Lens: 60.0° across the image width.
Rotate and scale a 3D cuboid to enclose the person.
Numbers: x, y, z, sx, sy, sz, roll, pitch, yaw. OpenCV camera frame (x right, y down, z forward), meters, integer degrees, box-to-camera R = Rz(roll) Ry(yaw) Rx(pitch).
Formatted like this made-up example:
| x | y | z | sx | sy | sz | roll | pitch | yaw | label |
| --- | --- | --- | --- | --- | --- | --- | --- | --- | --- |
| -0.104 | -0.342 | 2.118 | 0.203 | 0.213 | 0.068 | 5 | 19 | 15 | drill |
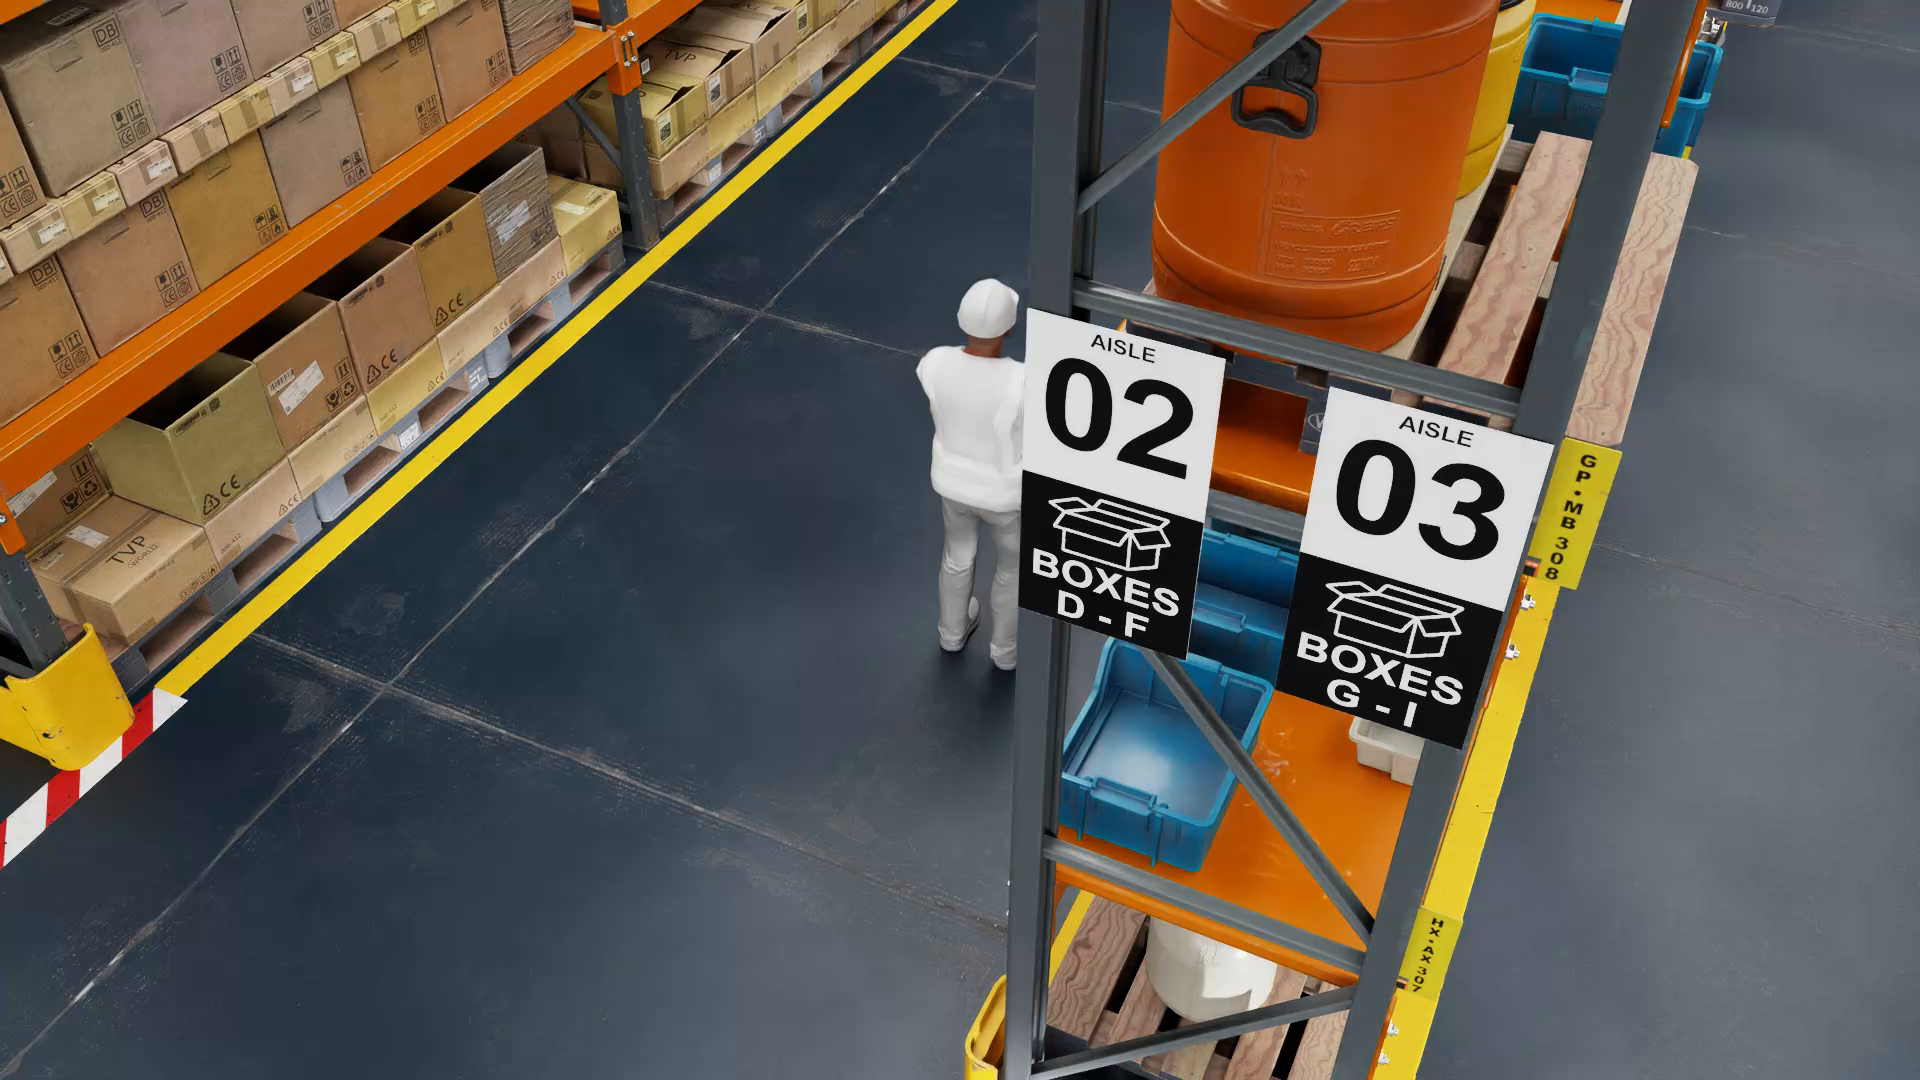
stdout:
| x | y | z | sx | sy | sz | roll | pitch | yaw | label |
| --- | --- | --- | --- | --- | --- | --- | --- | --- | --- |
| 0.136 | -0.289 | 6.466 | 0.505 | 1.763 | 0.563 | 17 | 44 | 18 | person |
